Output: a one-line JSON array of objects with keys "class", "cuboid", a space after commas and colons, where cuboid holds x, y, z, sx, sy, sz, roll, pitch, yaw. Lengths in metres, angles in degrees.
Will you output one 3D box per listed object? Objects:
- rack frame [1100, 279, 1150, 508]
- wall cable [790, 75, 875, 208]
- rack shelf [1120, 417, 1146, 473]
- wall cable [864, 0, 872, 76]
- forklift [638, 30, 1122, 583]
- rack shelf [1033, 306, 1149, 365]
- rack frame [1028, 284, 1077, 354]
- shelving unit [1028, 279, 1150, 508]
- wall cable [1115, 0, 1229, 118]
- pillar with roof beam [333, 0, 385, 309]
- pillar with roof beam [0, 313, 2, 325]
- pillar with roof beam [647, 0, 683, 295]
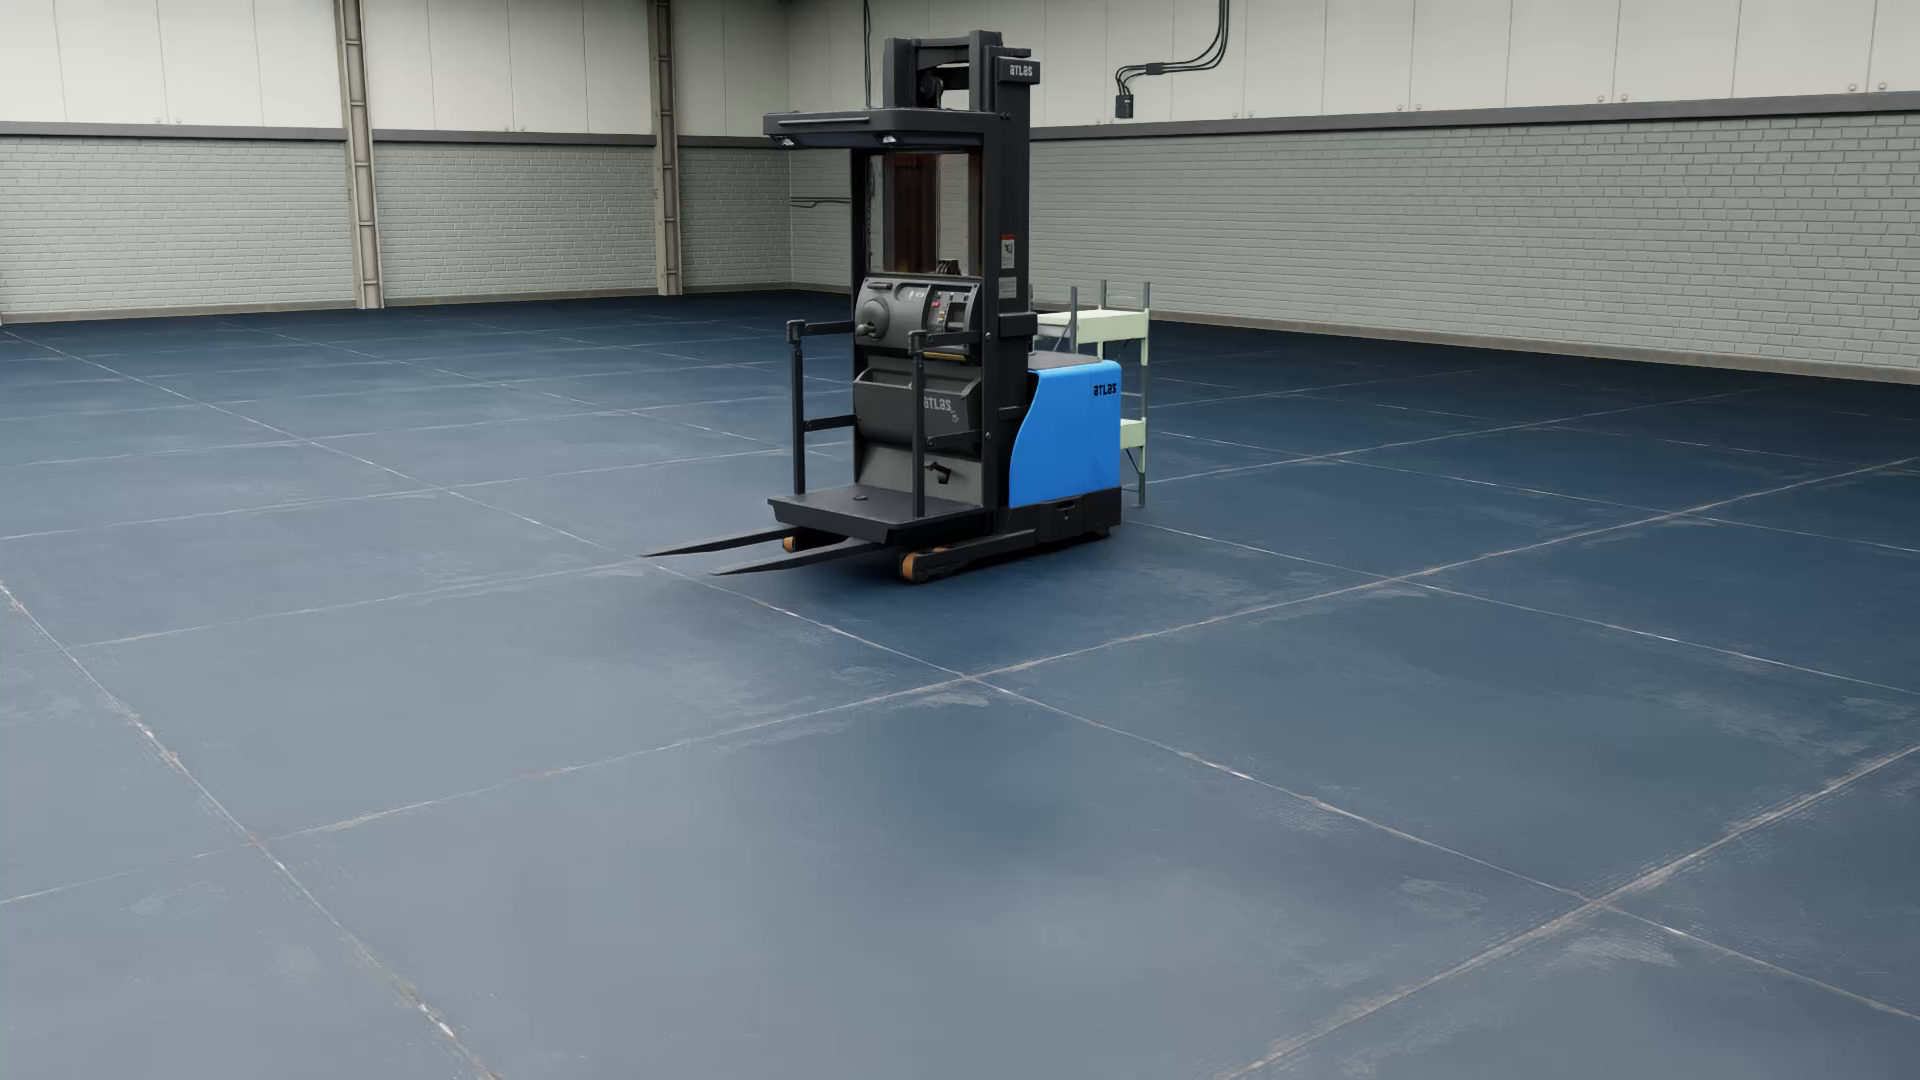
[{"class": "rack frame", "cuboid": [1.089, -0.980, 11.131, 0.400, 1.500, 0.023, 11, 17, 43]}, {"class": "wall cable", "cuboid": [-2.659, -7.949, 33.375, 0.112, 2.526, 3.097, -9, 15, -38]}, {"class": "rack shelf", "cuboid": [0.833, -0.606, 10.942, 0.431, 0.370, 0.720, 11, 17, 43]}, {"class": "wall cable", "cuboid": [-0.969, -9.981, 30.784, 0.112, 2.526, 3.097, -9, 15, -38]}, {"class": "forklift", "cuboid": [-0.393, -1.319, 9.284, 1.130, 2.935, 3.031, 11, 17, 43]}, {"class": "rack shelf", "cuboid": [0.833, -1.307, 10.793, 0.431, 0.370, 0.720, 11, 17, 43]}, {"class": "rack frame", "cuboid": [0.578, -0.871, 10.618, 0.400, 1.500, 0.023, 11, 17, 43]}, {"class": "shelving unit", "cuboid": [0.833, -0.925, 10.874, 0.431, 1.500, 0.755, 11, 17, 43]}, {"class": "wall cable", "cuboid": [3.259, -9.590, 25.438, 0.169, 6.003, 2.305, -9, 15, -38]}, {"class": "pillar with roof beam", "cuboid": [-7.781, -7.823, 25.307, 0.400, 9.000, 9.100, -9, 15, -38]}, {"class": "pillar with roof beam", "cuboid": [-12.467, -7.045, 21.641, 0.400, 9.000, 9.100, -9, 15, -38]}, {"class": "pillar with roof beam", "cuboid": [-3.096, -8.602, 28.974, 0.400, 9.000, 9.100, -9, 15, -38]}]
